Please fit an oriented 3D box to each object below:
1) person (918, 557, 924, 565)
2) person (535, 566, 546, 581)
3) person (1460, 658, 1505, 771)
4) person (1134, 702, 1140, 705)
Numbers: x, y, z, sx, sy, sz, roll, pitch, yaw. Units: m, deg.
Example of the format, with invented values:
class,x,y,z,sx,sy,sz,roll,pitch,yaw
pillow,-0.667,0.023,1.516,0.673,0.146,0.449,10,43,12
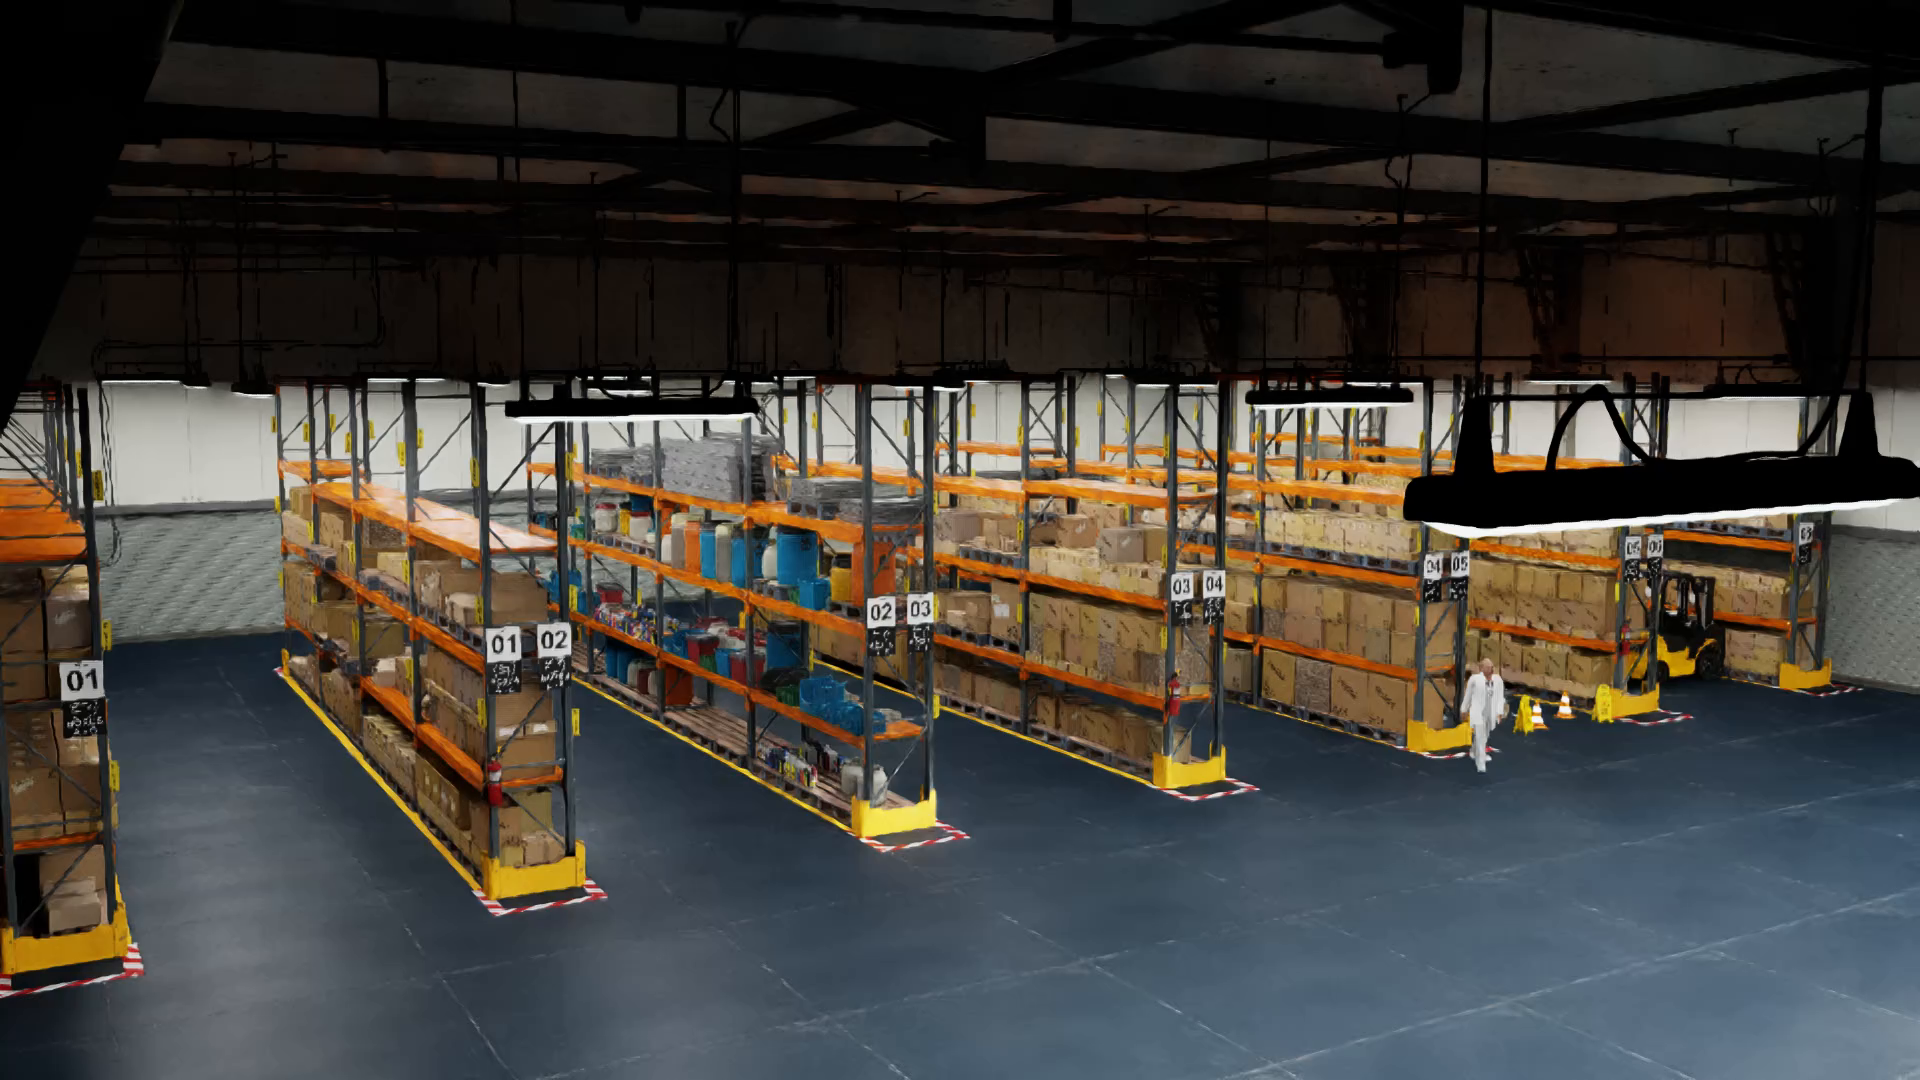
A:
class,x,y,z,sx,sy,sz,roll,pitch,yaw
person,-0.788,0.941,41.761,0.617,1.663,0.547,4,7,31
person,-9.349,1.437,37.000,0.579,1.721,0.475,3,7,26
person,8.095,2.669,25.706,0.635,1.729,1.045,-1,6,-8
person,3.281,2.152,30.536,0.533,1.658,1.040,-2,7,-21
